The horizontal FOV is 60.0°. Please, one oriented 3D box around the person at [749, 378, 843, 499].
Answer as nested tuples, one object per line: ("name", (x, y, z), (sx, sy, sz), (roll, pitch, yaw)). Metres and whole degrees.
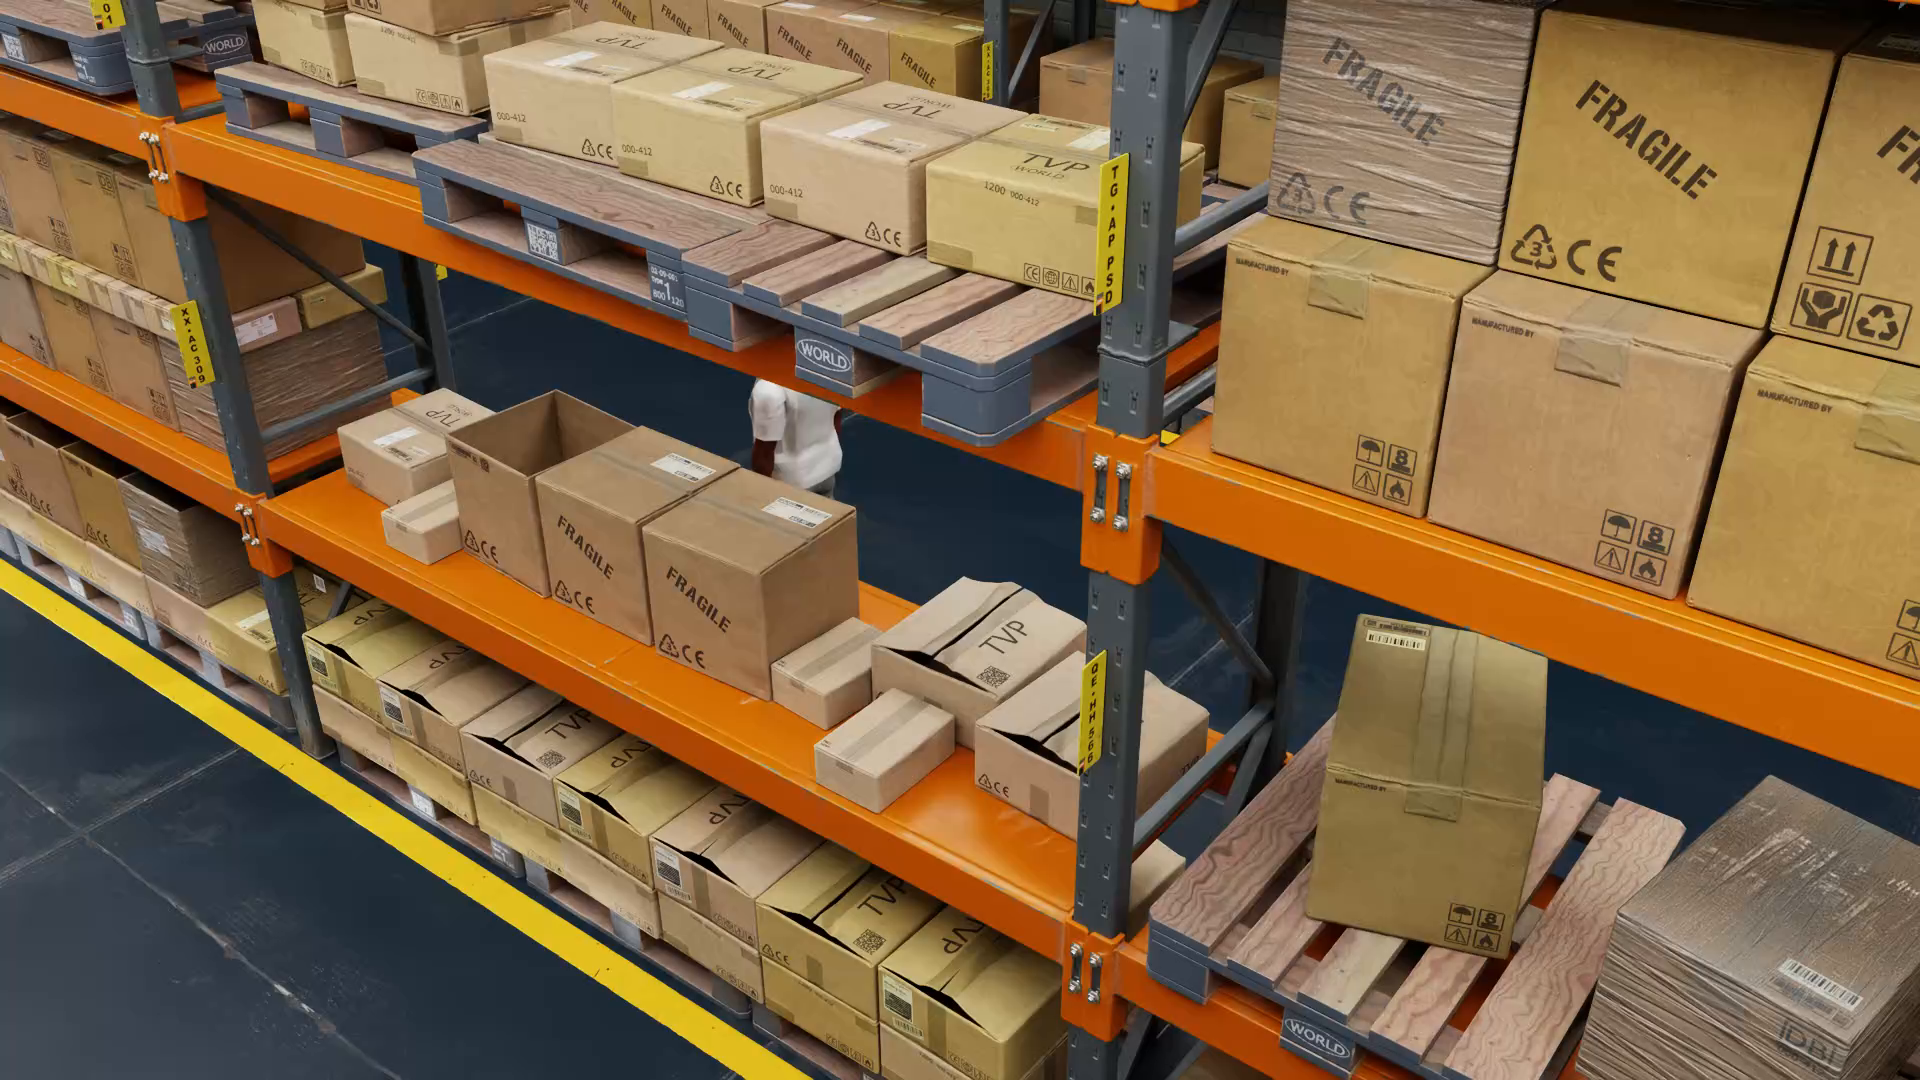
("person", (-0.749, -0.301, 7.619), (0.361, 1.762, 0.563), (22, 37, 32))
